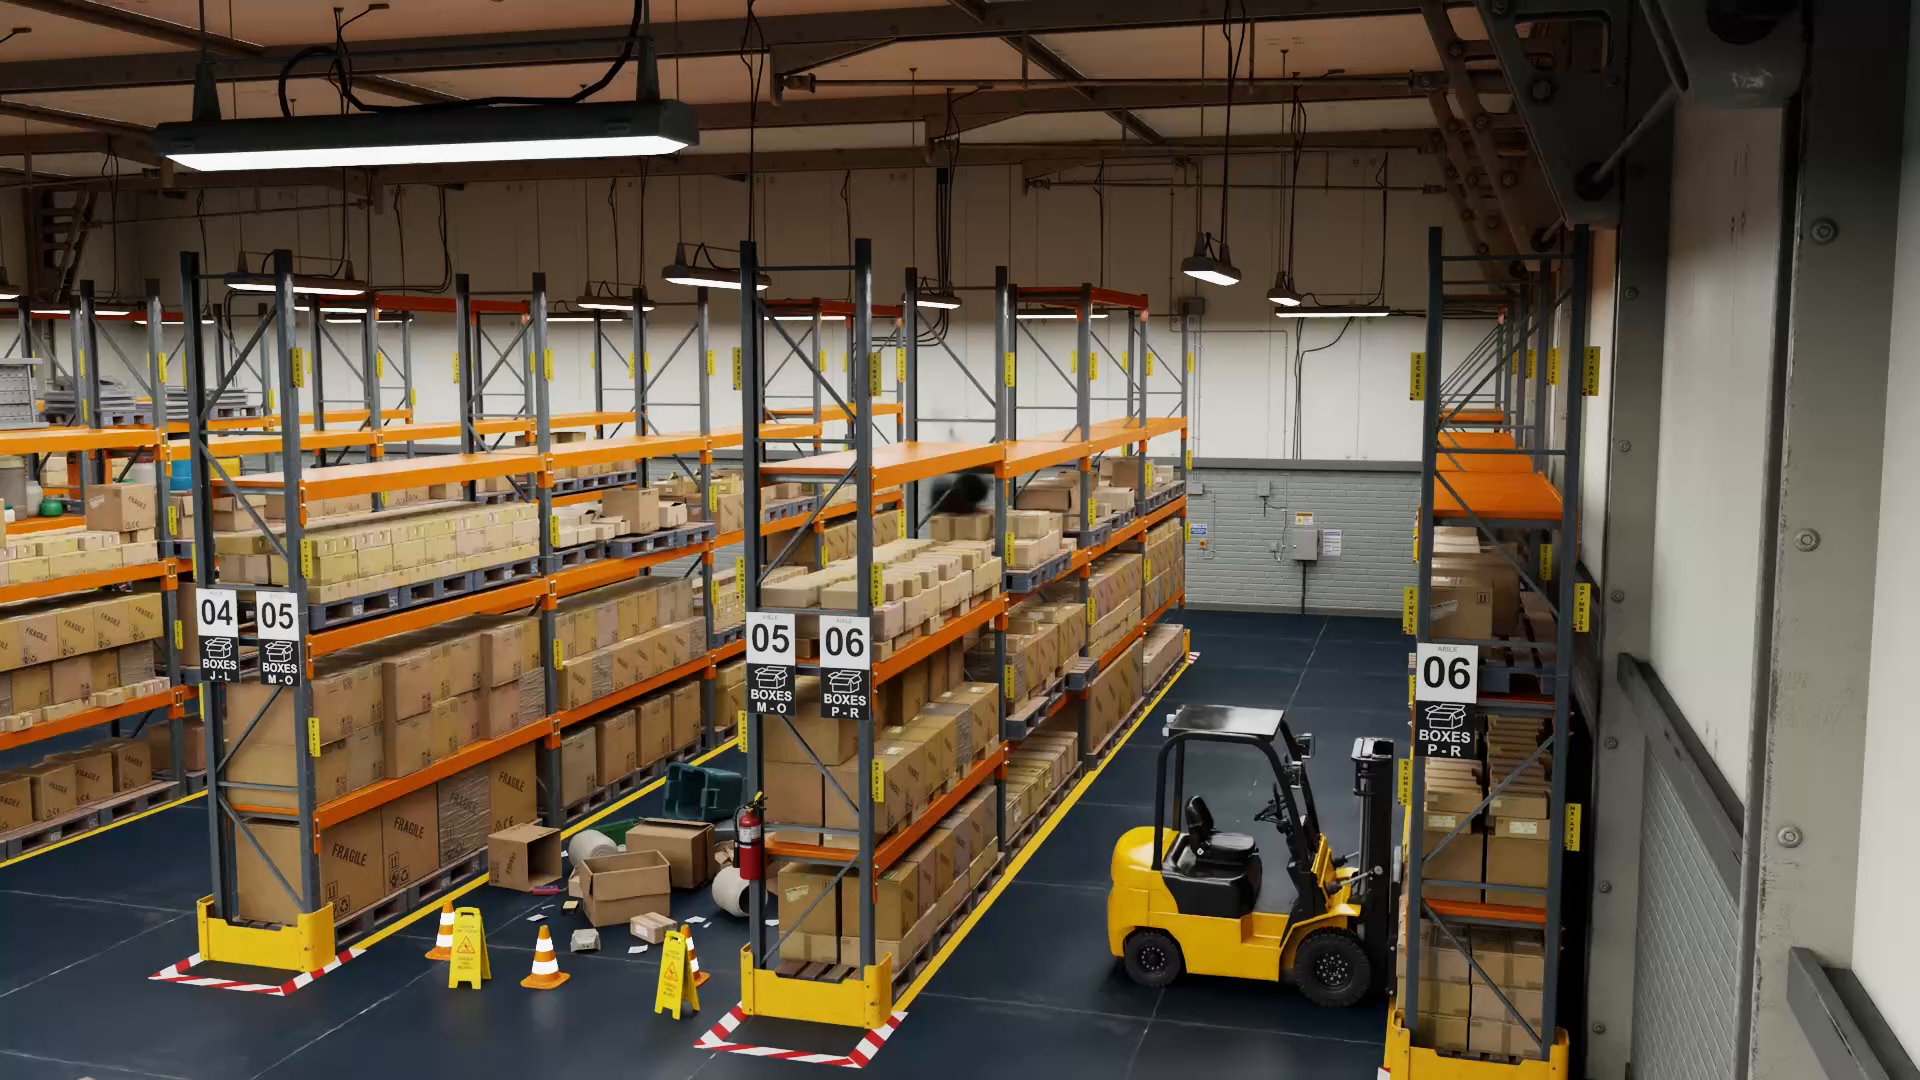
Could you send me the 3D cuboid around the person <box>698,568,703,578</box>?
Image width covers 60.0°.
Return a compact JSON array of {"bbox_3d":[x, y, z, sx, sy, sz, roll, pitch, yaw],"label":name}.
[{"bbox_3d":[-4.114,1.300,26.799,0.649,1.739,0.601,2,7,16],"label":"person"}]
